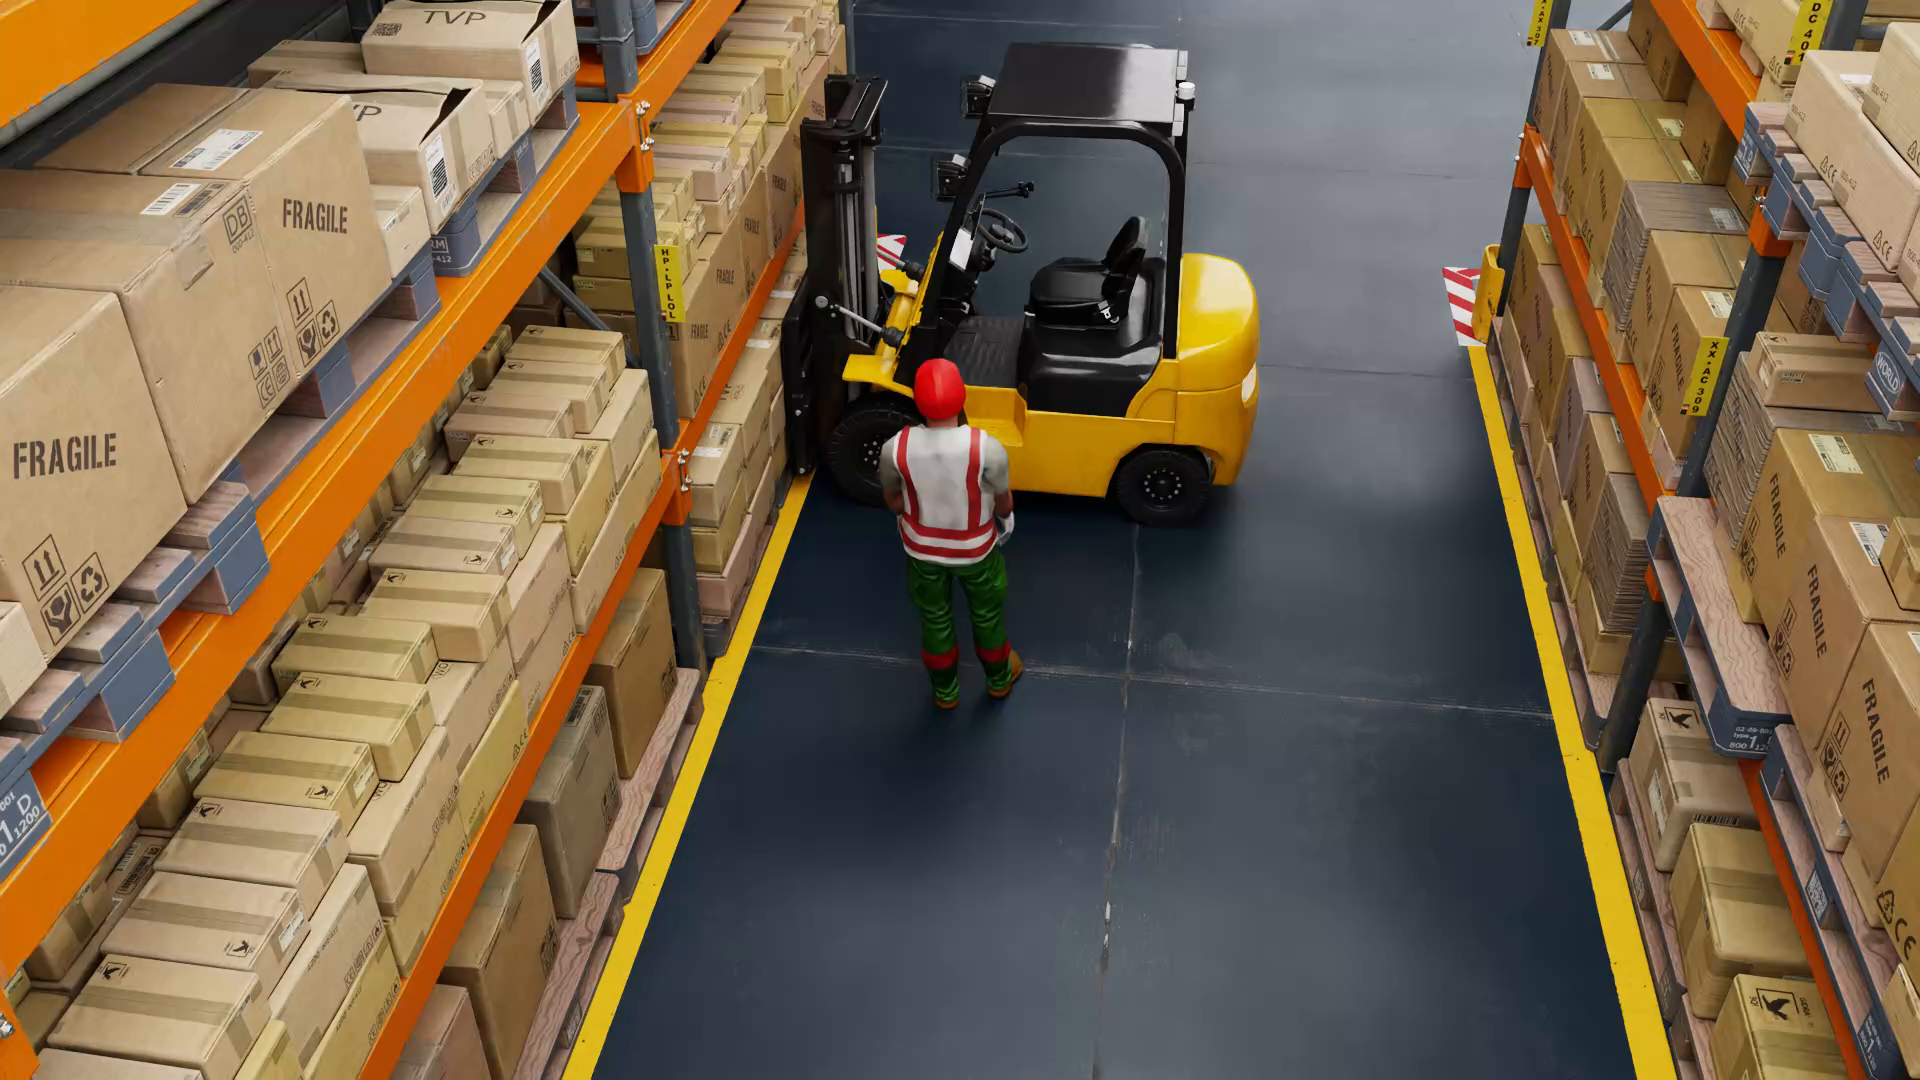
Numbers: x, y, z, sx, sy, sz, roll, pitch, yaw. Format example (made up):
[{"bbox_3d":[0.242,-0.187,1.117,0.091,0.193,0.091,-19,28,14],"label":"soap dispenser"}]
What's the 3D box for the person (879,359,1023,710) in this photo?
[{"bbox_3d":[-0.023,-0.030,7.051,0.584,1.789,0.556,4,36,6],"label":"person"}]
